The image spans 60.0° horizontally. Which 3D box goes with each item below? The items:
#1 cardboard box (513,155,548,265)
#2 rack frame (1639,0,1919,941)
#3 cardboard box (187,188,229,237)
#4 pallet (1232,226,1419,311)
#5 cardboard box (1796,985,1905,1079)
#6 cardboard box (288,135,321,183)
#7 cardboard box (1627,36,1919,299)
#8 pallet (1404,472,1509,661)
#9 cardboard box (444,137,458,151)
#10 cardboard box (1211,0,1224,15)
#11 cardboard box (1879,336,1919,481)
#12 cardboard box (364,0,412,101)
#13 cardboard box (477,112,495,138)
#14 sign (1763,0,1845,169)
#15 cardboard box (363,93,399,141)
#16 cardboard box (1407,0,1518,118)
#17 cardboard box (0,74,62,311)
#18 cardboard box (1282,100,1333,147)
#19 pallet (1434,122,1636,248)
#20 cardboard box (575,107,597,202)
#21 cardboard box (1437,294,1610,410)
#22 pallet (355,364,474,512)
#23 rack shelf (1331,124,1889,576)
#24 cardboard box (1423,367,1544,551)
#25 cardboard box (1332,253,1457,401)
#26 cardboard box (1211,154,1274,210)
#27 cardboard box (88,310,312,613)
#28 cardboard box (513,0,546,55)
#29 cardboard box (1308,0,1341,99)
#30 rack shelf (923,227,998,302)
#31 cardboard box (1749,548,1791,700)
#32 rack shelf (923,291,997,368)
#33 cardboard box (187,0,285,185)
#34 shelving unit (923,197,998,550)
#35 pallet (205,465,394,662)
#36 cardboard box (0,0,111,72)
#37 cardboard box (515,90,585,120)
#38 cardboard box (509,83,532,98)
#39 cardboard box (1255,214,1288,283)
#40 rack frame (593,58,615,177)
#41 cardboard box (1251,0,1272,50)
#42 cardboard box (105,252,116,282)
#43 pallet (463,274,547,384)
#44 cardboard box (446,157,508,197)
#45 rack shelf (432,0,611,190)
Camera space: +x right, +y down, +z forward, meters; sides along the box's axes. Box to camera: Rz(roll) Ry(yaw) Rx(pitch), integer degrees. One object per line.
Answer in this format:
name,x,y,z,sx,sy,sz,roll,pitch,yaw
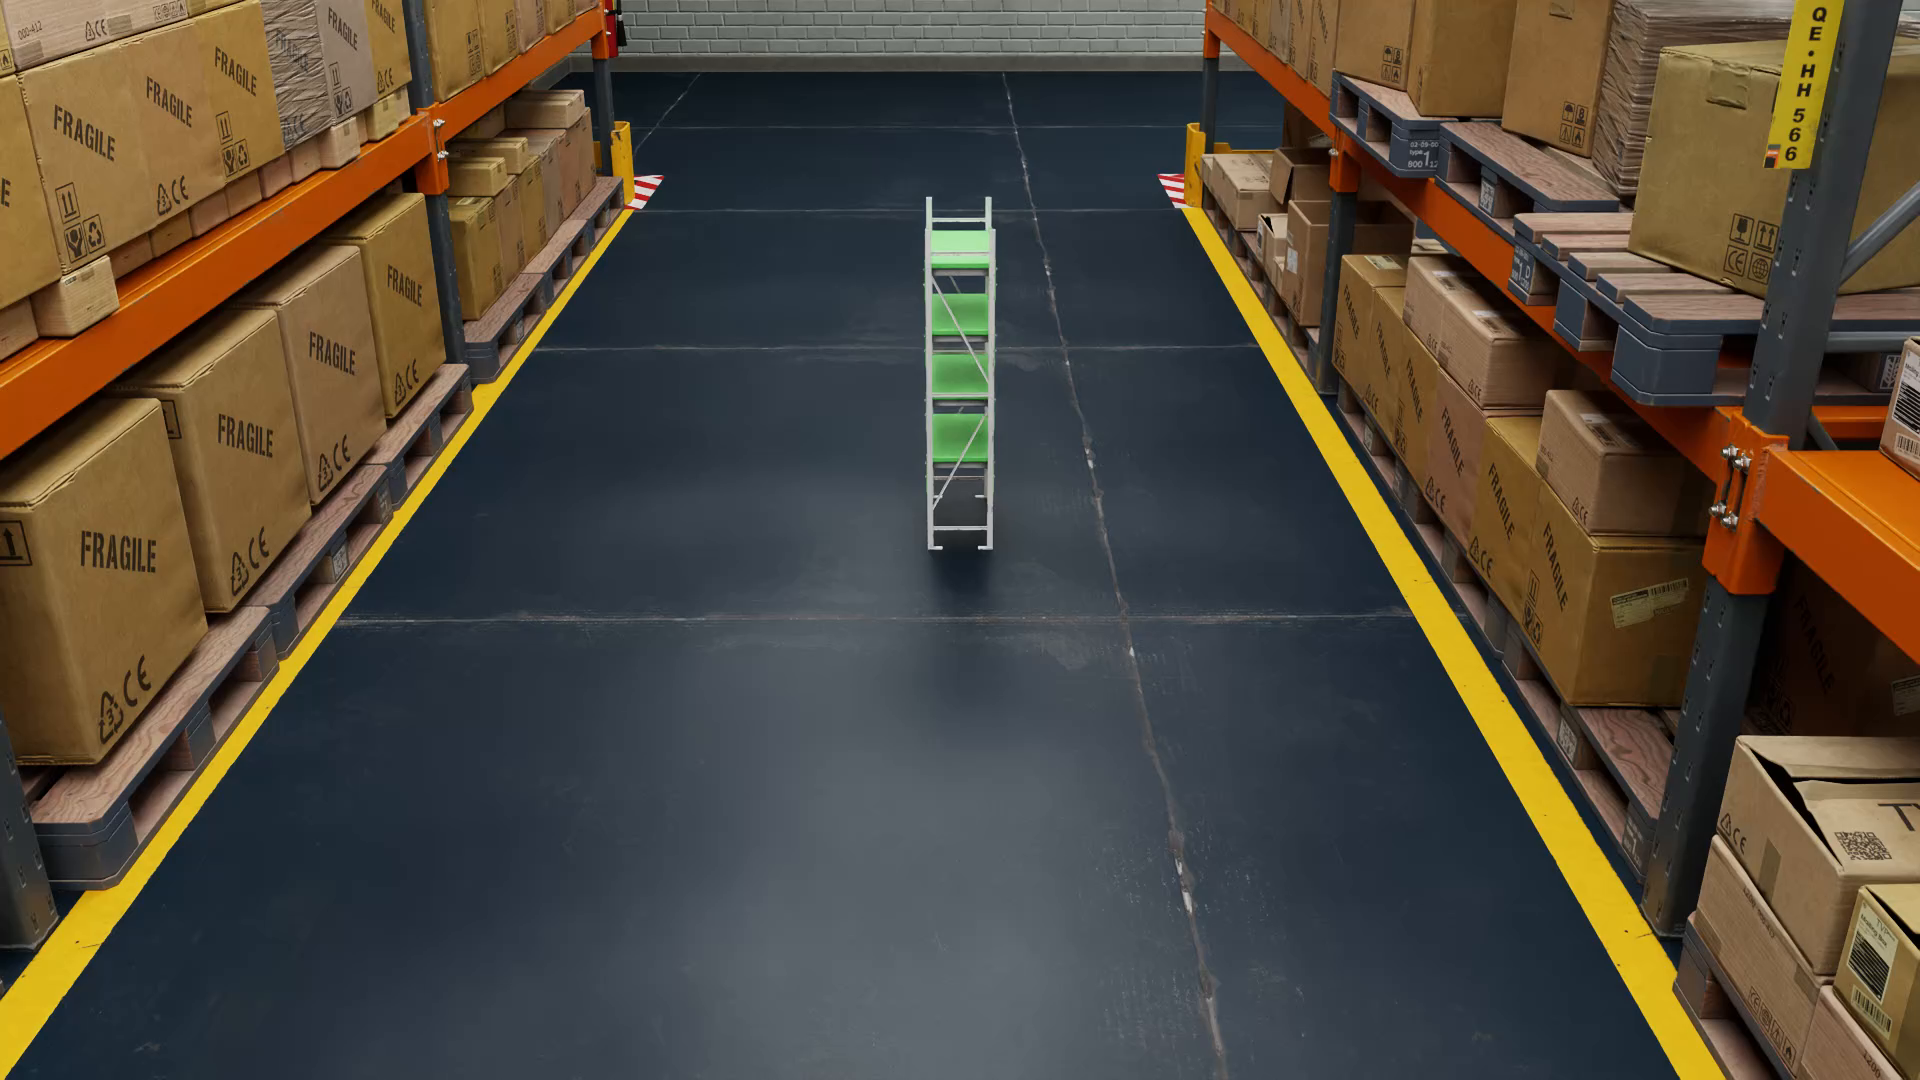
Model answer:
cardboard box,-2.697,-1.816,9.149,0.700,0.500,0.500,0,24,1
rack frame,2.211,-0.412,3.521,1.000,3.000,0.127,0,24,-1
cardboard box,-2.542,-1.052,5.216,0.380,0.149,0.250,0,24,0
pallet,2.145,-1.577,9.480,1.003,0.211,1.213,0,24,-1
cardboard box,1.929,1.074,3.063,0.500,0.250,0.500,-1,24,-2
cardboard box,-2.517,-1.373,5.926,0.380,0.149,0.250,0,24,-1
cardboard box,2.091,-0.908,3.987,0.700,0.500,0.500,-9,26,-18
pallet,2.230,0.049,5.885,1.003,0.211,1.213,0,24,-1
cardboard box,-2.902,-2.062,8.906,0.380,0.149,0.250,0,24,0
cardboard box,1.865,-3.570,10.382,0.500,0.500,0.500,0,24,1
cardboard box,2.171,-0.221,3.208,0.500,0.311,0.500,1,24,3
cardboard box,-2.529,-2.038,6.609,0.500,0.500,0.500,-1,24,-1
cardboard box,-2.911,-2.379,9.606,0.380,0.149,0.250,0,24,0
sign,1.669,-0.897,3.285,0.100,0.325,0.005,0,24,-1
cardboard box,-2.473,-1.689,6.625,0.380,0.149,0.250,0,24,0
cardboard box,2.020,-1.818,5.999,0.700,0.500,0.500,4,25,8
cardboard box,-2.492,-0.780,3.827,0.500,0.500,0.500,0,24,1
cardboard box,2.376,-2.547,10.741,0.500,0.500,0.500,0,24,-1
pallet,2.185,-1.126,5.332,1.003,0.211,1.213,0,24,-1
cardboard box,-2.722,-2.449,10.549,0.700,0.500,0.500,0,24,-1
cardboard box,1.946,-0.644,5.624,0.500,0.250,0.500,-1,24,-2
pallet,-2.702,-0.448,6.985,1.003,0.211,1.213,0,24,-1
rack shelf,2.189,-0.908,5.491,1.077,0.370,4.000,0,24,-1
cardboard box,1.949,-0.287,5.745,0.500,0.500,0.500,-1,24,-3
cardboard box,1.929,-0.921,7.147,0.500,0.500,0.500,-1,24,-3
cardboard box,1.852,-2.225,10.332,0.500,0.250,0.500,0,24,-1
cardboard box,-2.622,-0.265,5.294,0.750,0.750,0.750,0,24,-1
cardboard box,-2.796,-2.997,8.873,0.980,0.700,0.700,-1,24,-3
cardboard box,1.905,-2.311,7.598,0.500,0.500,0.500,0,24,0
rack shelf,-0.002,-0.994,5.982,0.258,0.148,0.480,0,24,-1
cardboard box,2.481,0.122,4.840,0.500,0.500,0.500,-1,24,-2
rack shelf,-0.002,-0.775,6.081,0.258,0.148,0.480,0,24,-1
cardboard box,-2.506,-1.415,5.231,0.500,0.500,0.500,0,24,1
shelving unit,-0.002,-0.615,6.154,0.258,1.200,0.503,0,24,-1
pallet,-2.686,0.056,5.871,1.003,0.211,1.213,0,24,-1
cardboard box,-2.496,-1.330,4.134,0.500,0.250,0.500,-1,24,-1
cardboard box,-2.538,-2.693,10.300,0.380,0.149,0.250,-1,24,-1
cardboard box,-2.923,-2.795,10.527,0.380,0.149,0.250,0,24,0
cardboard box,1.869,-1.578,8.828,0.500,0.311,0.500,0,24,-1
rack frame,-2.830,-3.685,10.757,1.000,3.000,0.127,0,24,-1
cardboard box,1.882,-2.945,8.999,0.500,0.500,0.500,0,24,0
cardboard box,-2.553,-0.736,4.519,0.380,0.149,0.250,0,24,-1
pallet,-2.716,-1.080,8.381,1.003,0.211,1.213,0,24,-1
cardboard box,-2.513,-1.835,8.404,0.380,0.149,0.250,1,24,1
rack shelf,-2.808,-2.533,9.083,1.077,0.370,4.000,0,24,-1
